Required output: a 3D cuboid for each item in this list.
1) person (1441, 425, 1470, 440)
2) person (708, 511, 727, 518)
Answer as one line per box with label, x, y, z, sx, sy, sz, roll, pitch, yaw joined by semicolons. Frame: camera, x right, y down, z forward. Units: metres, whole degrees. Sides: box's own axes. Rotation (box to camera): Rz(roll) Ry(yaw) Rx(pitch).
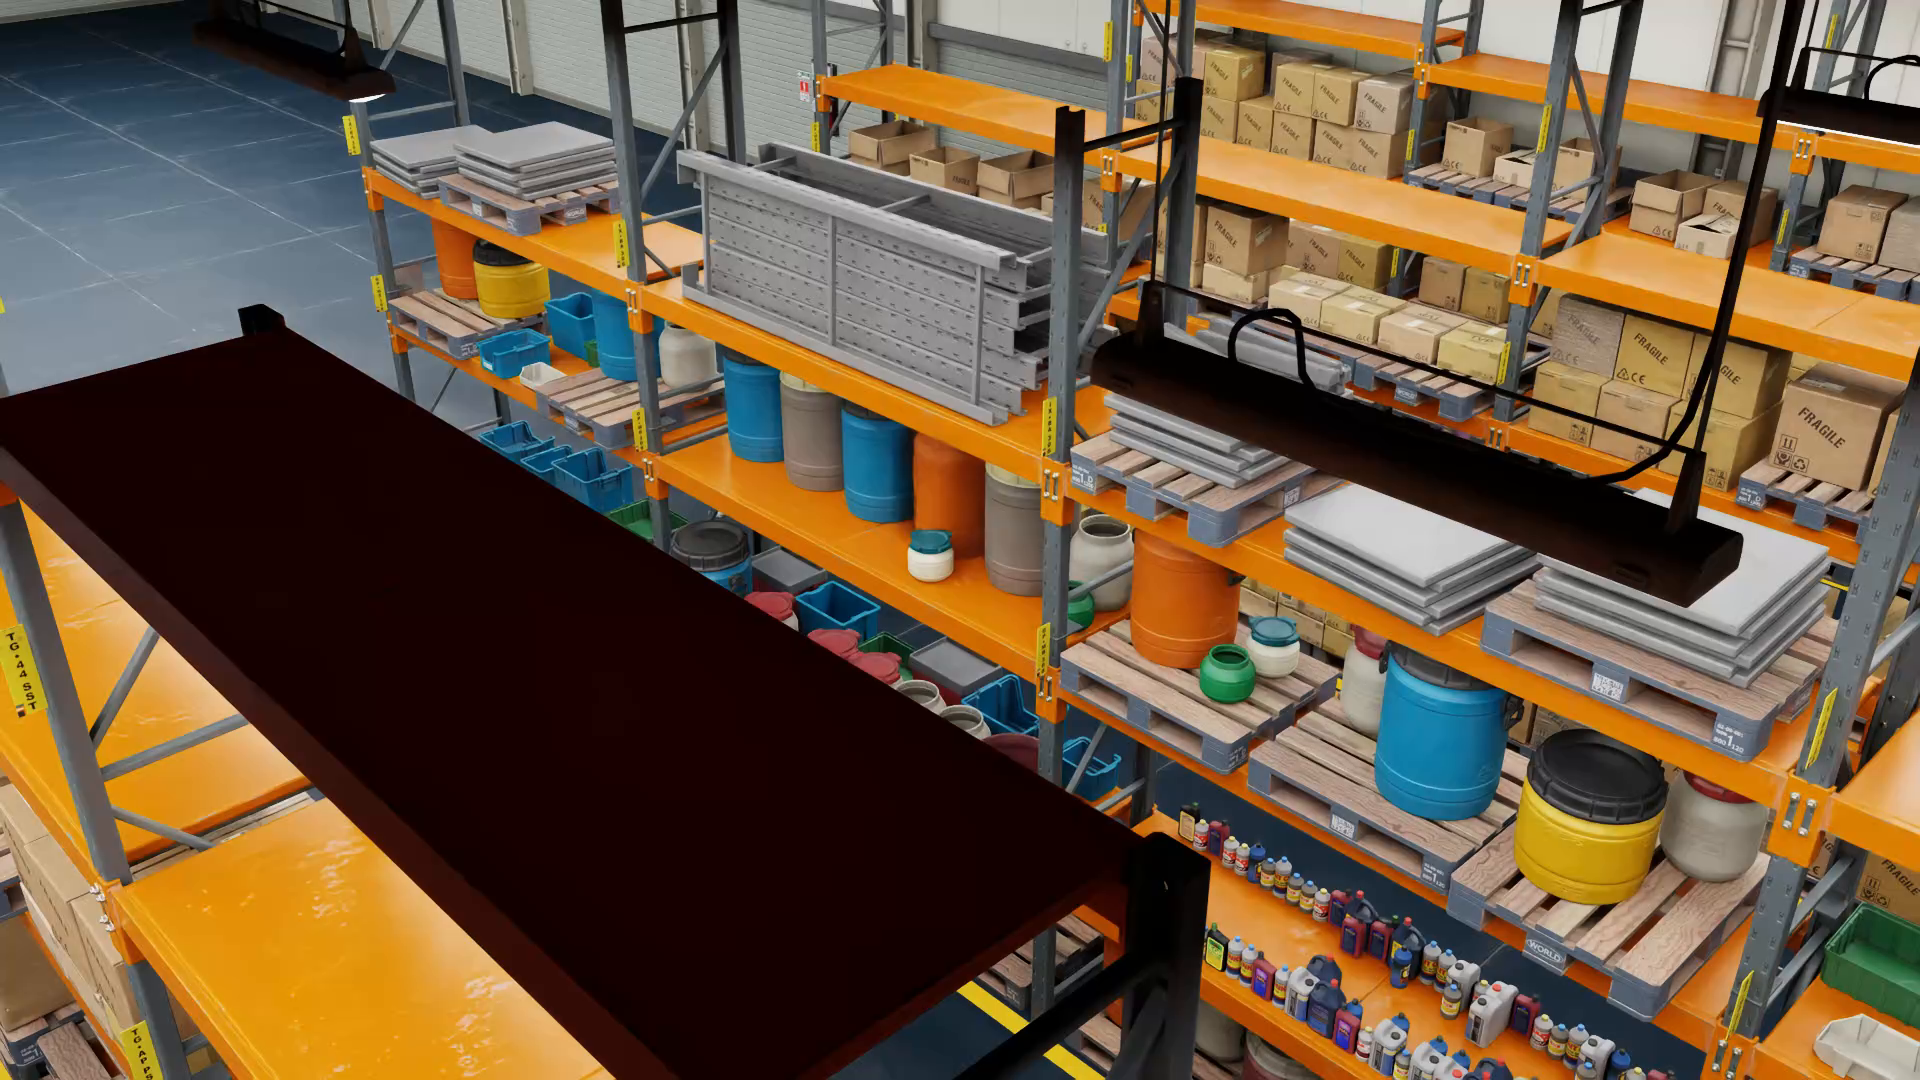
person;5.021;-1.035;17.107;0.969;1.544;0.455;10;30;19
person;-2.233;-0.903;16.835;0.781;1.670;0.473;-1;28;-2
